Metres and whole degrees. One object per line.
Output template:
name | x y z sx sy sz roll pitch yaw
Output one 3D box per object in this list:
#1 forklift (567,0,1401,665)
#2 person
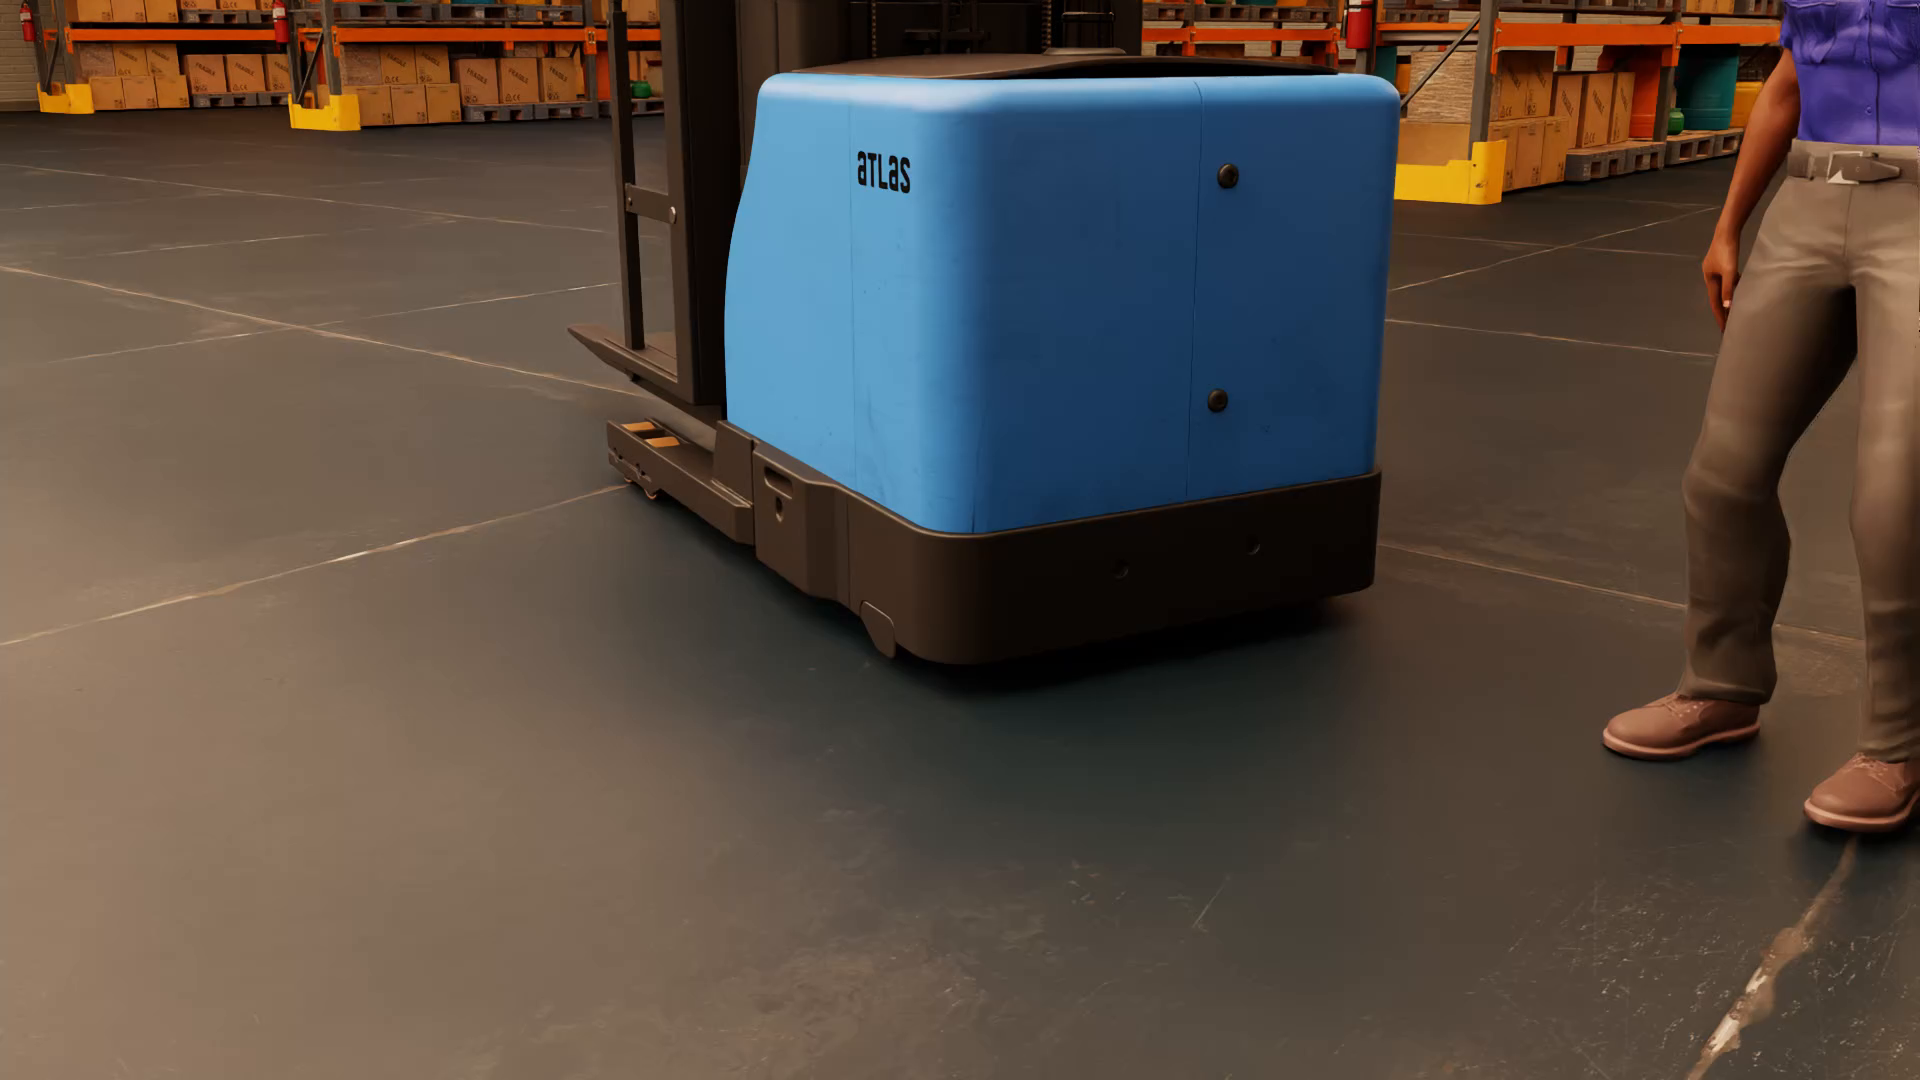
forklift | -0.288 -1.559 4.031 1.130 2.935 3.031 -9 19 -27
person | 1.343 -0.398 2.453 0.376 1.630 0.603 -10 19 -29
